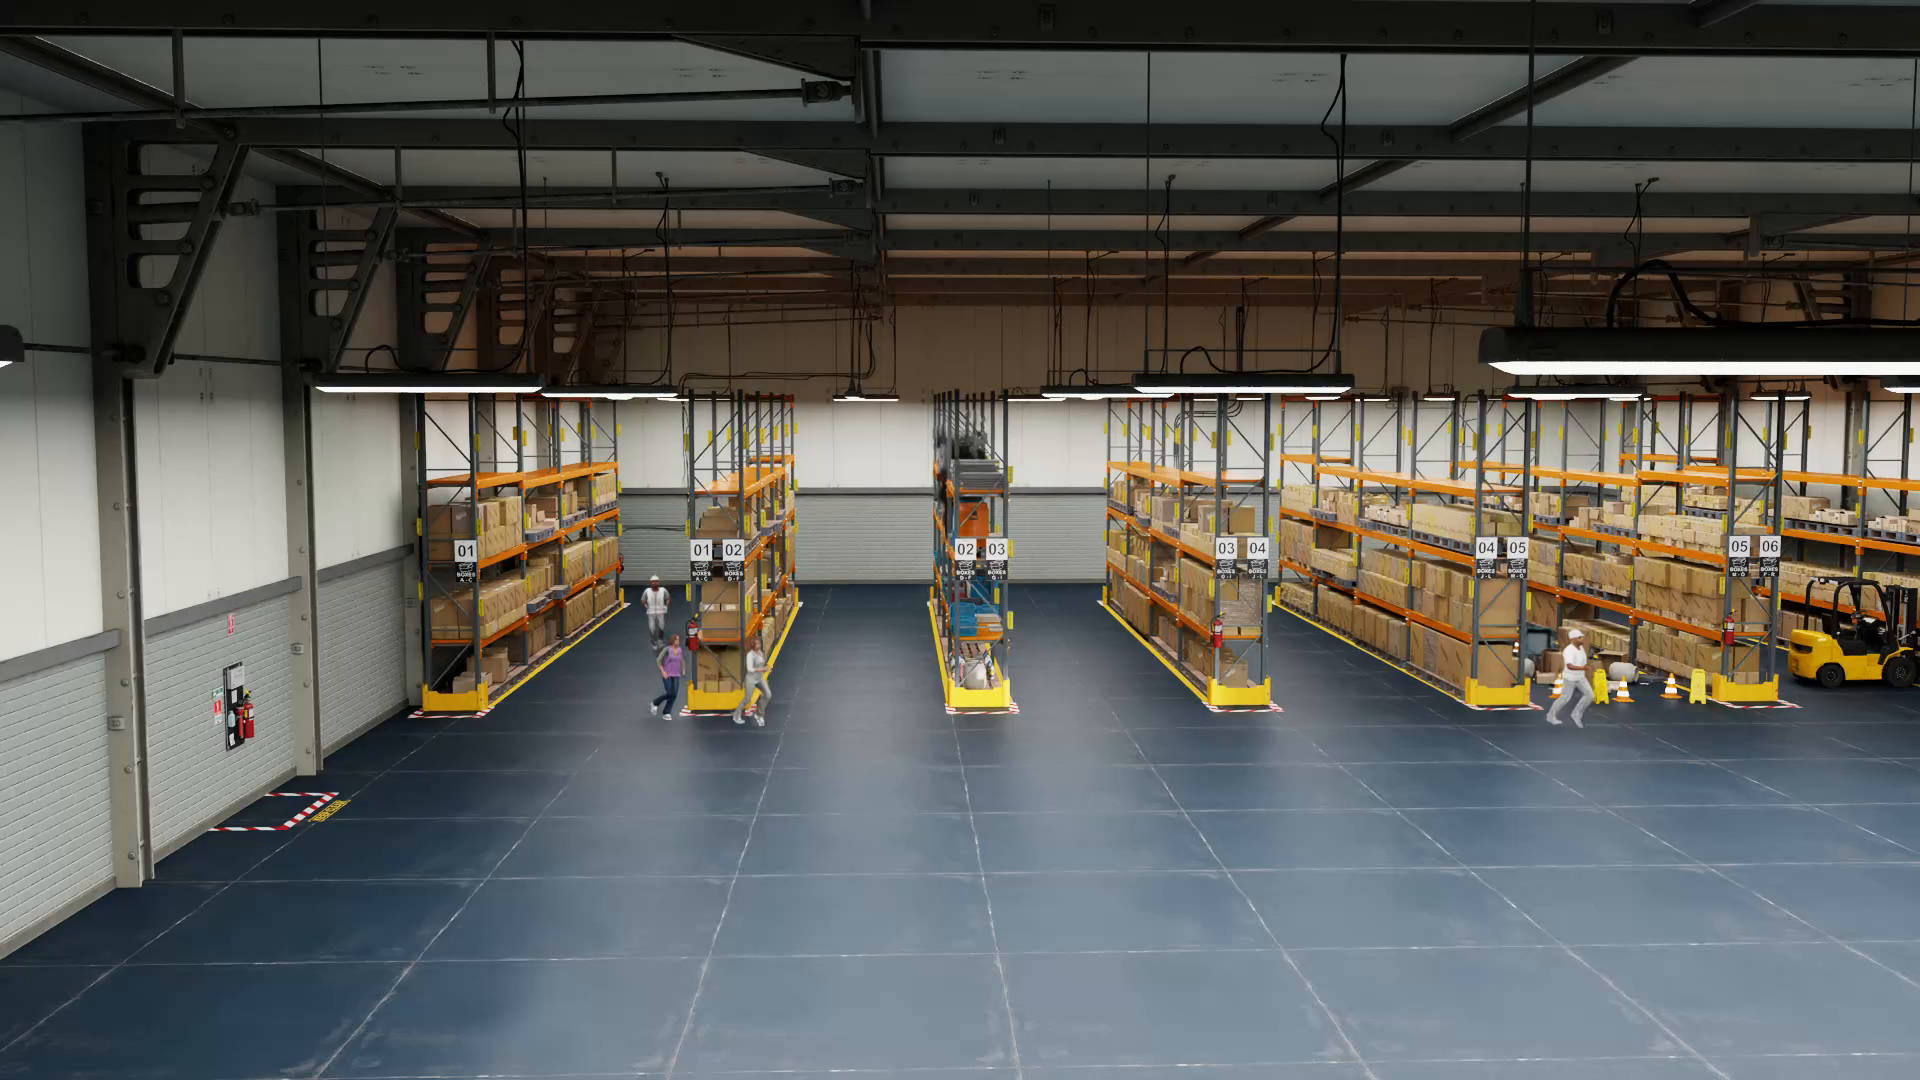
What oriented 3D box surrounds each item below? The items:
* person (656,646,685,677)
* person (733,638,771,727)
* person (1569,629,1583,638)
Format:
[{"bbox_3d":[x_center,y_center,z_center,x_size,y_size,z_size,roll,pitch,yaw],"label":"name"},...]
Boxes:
[{"bbox_3d":[-5.236,2.219,30.275,0.316,0.594,0.565,4,6,42],"label":"person"},{"bbox_3d":[-3.641,2.518,29.492,0.813,1.596,0.549,3,6,33],"label":"person"},{"bbox_3d":[10.843,1.657,29.222,0.211,0.167,0.288,-4,6,-41],"label":"person"}]
